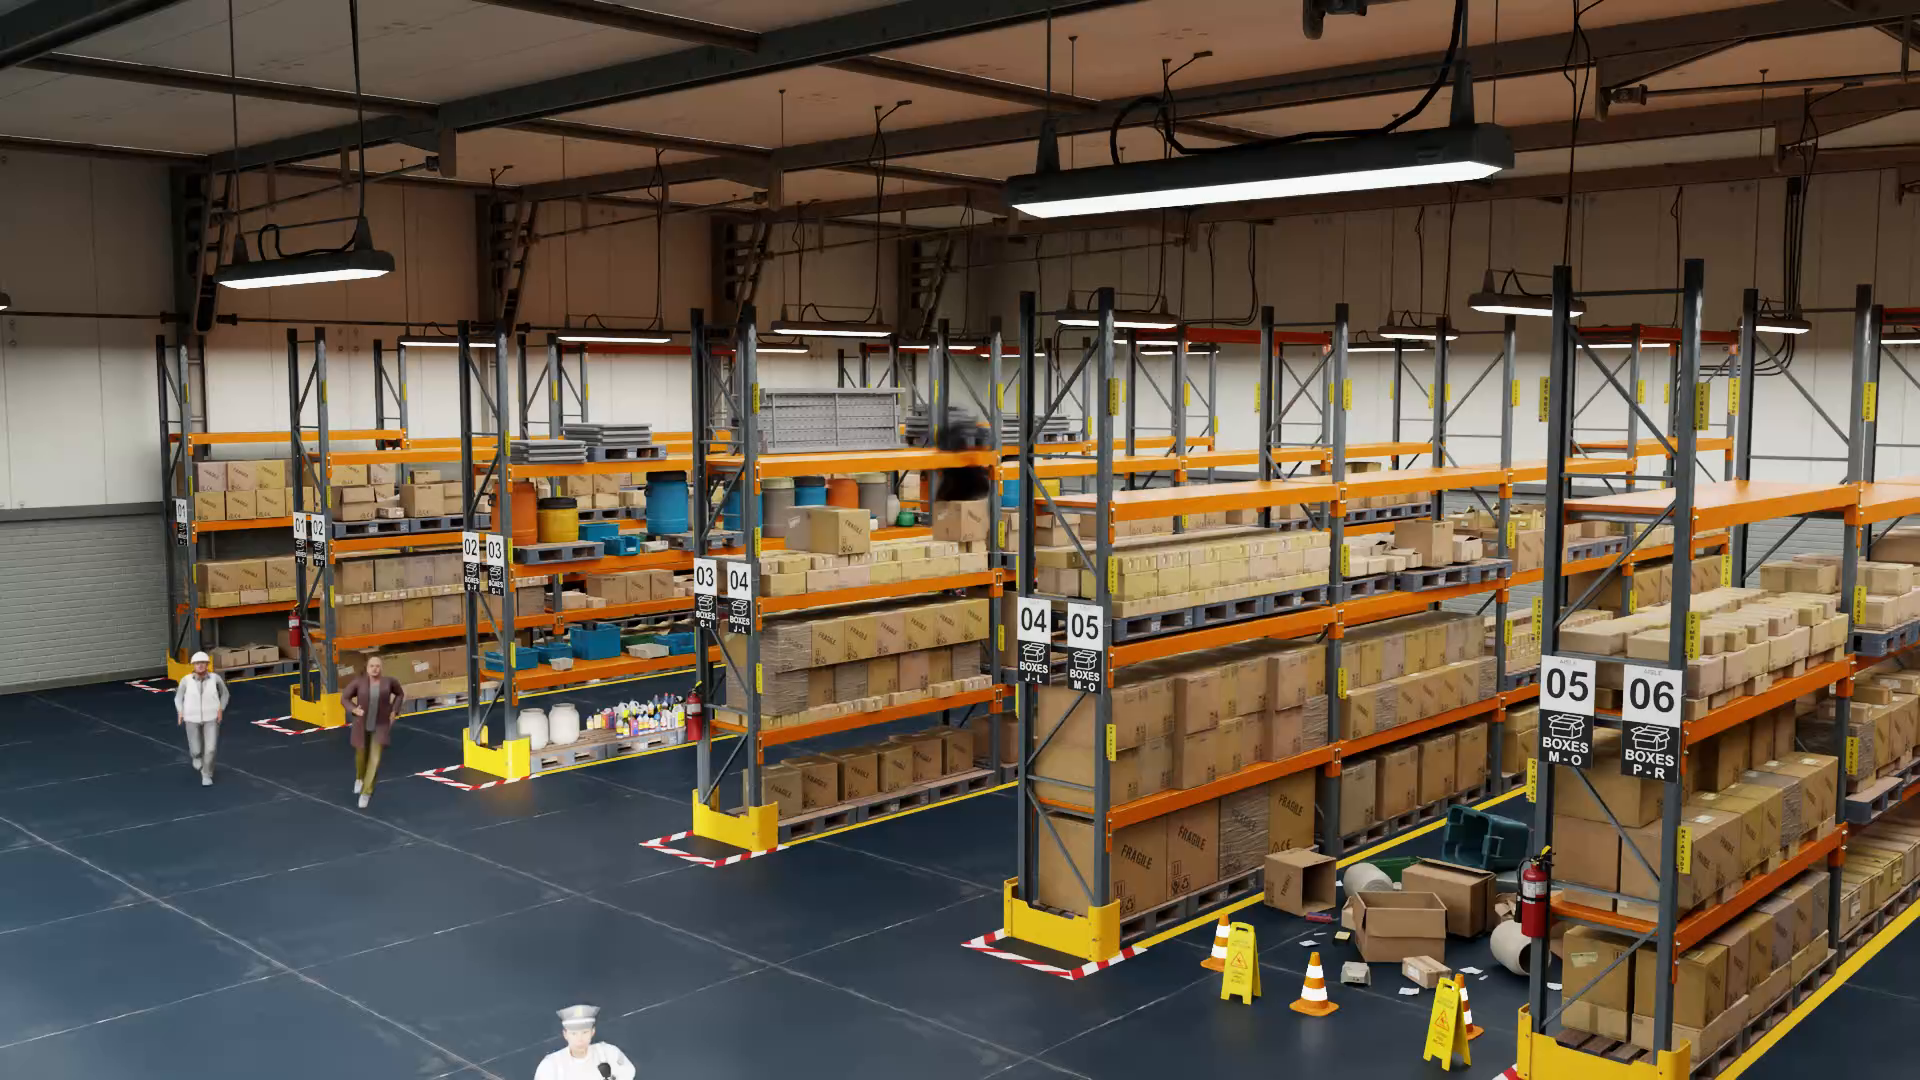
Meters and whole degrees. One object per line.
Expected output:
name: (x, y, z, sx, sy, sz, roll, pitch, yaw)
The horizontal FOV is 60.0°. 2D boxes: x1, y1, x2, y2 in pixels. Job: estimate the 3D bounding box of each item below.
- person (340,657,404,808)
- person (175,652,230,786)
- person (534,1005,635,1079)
person: (-7.287, 2.338, 20.635, 0.740, 1.789, 0.991, -1, 6, -15)
person: (-9.815, 2.290, 21.566, 0.650, 1.728, 0.636, -2, 6, -23)
person: (-2.128, 3.431, 9.369, 0.608, 1.729, 0.759, -1, 6, -13)
